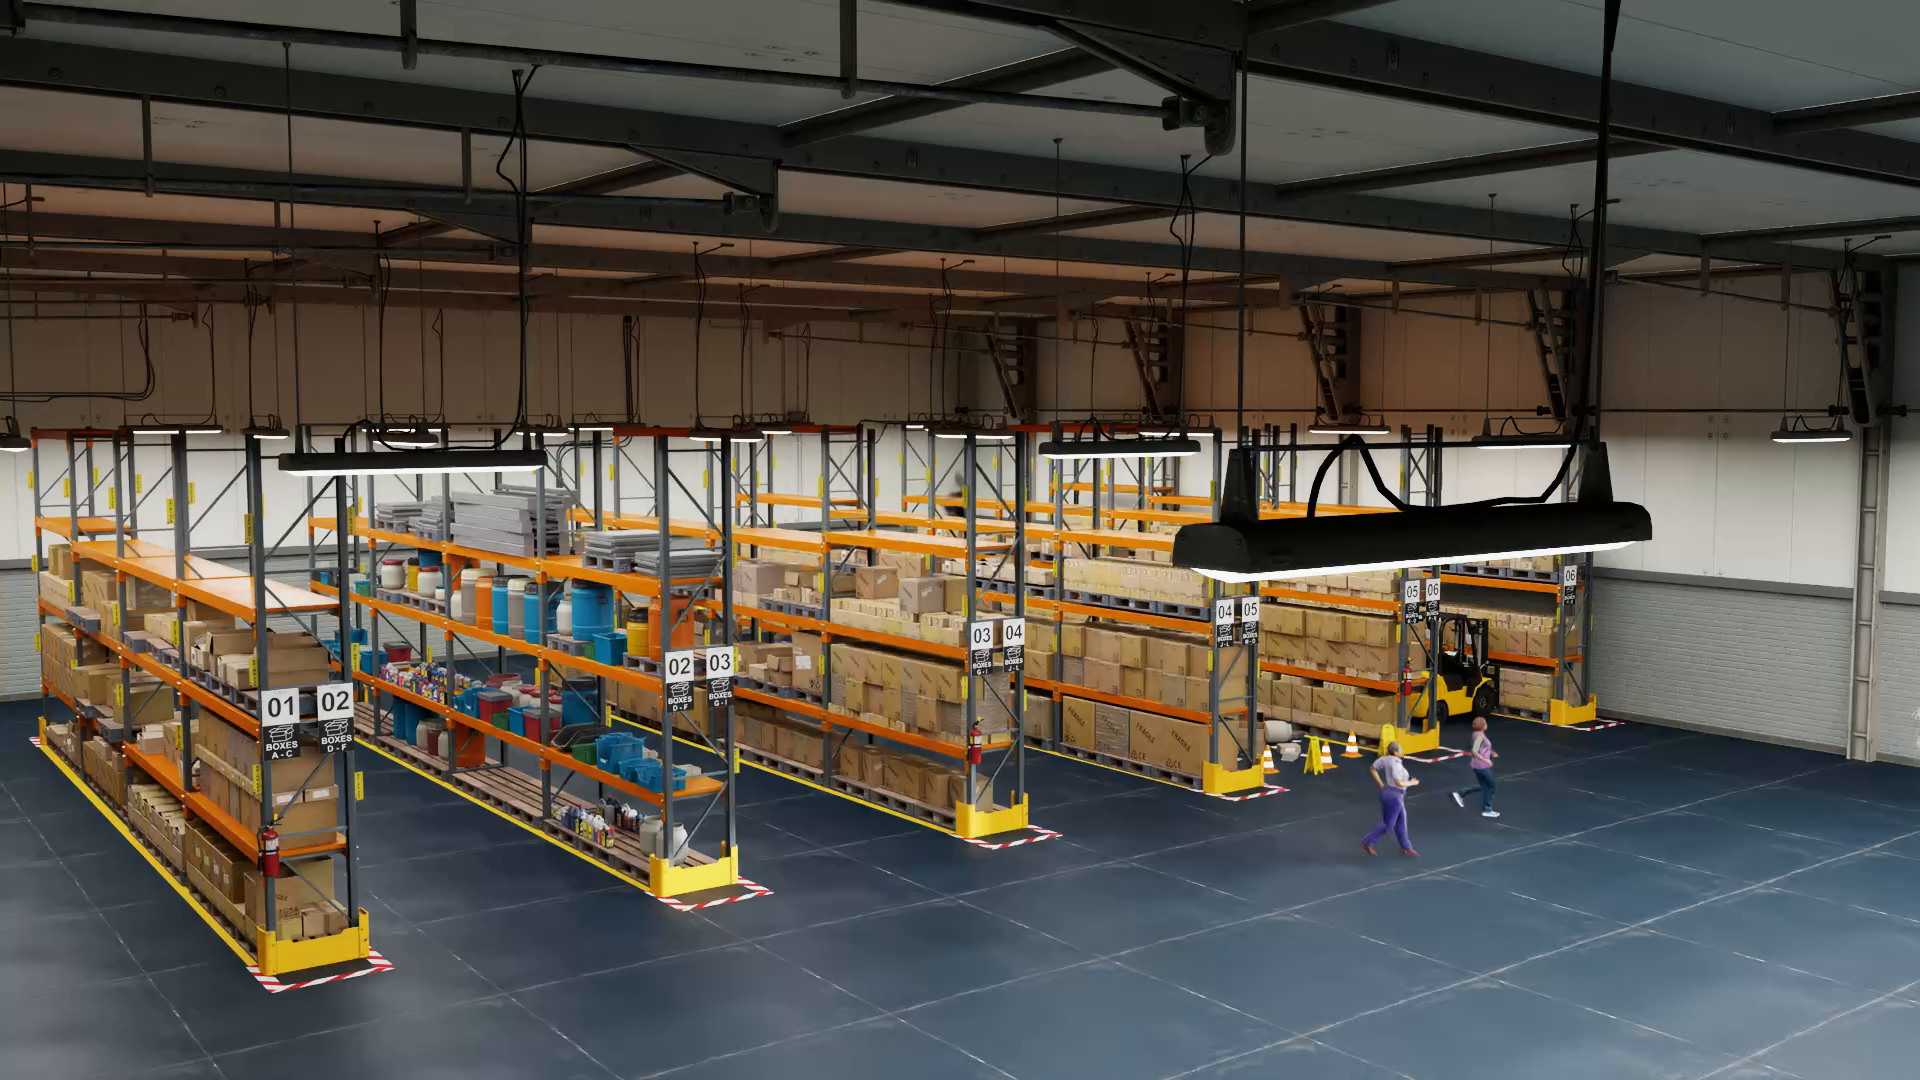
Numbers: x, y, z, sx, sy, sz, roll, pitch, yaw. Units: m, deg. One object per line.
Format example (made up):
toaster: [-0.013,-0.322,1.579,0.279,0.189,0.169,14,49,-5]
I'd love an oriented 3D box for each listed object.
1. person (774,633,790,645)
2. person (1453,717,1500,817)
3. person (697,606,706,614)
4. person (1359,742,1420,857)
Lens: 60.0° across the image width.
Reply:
person: [-4.493,2.258,41.739,0.529,1.595,0.598,1,5,13]
person: [8.050,3.522,25.850,0.705,1.556,0.544,1,5,10]
person: [-6.203,2.392,39.245,0.763,1.711,0.612,-2,5,-23]
person: [6.062,3.662,23.370,0.905,1.671,0.606,0,4,0]
